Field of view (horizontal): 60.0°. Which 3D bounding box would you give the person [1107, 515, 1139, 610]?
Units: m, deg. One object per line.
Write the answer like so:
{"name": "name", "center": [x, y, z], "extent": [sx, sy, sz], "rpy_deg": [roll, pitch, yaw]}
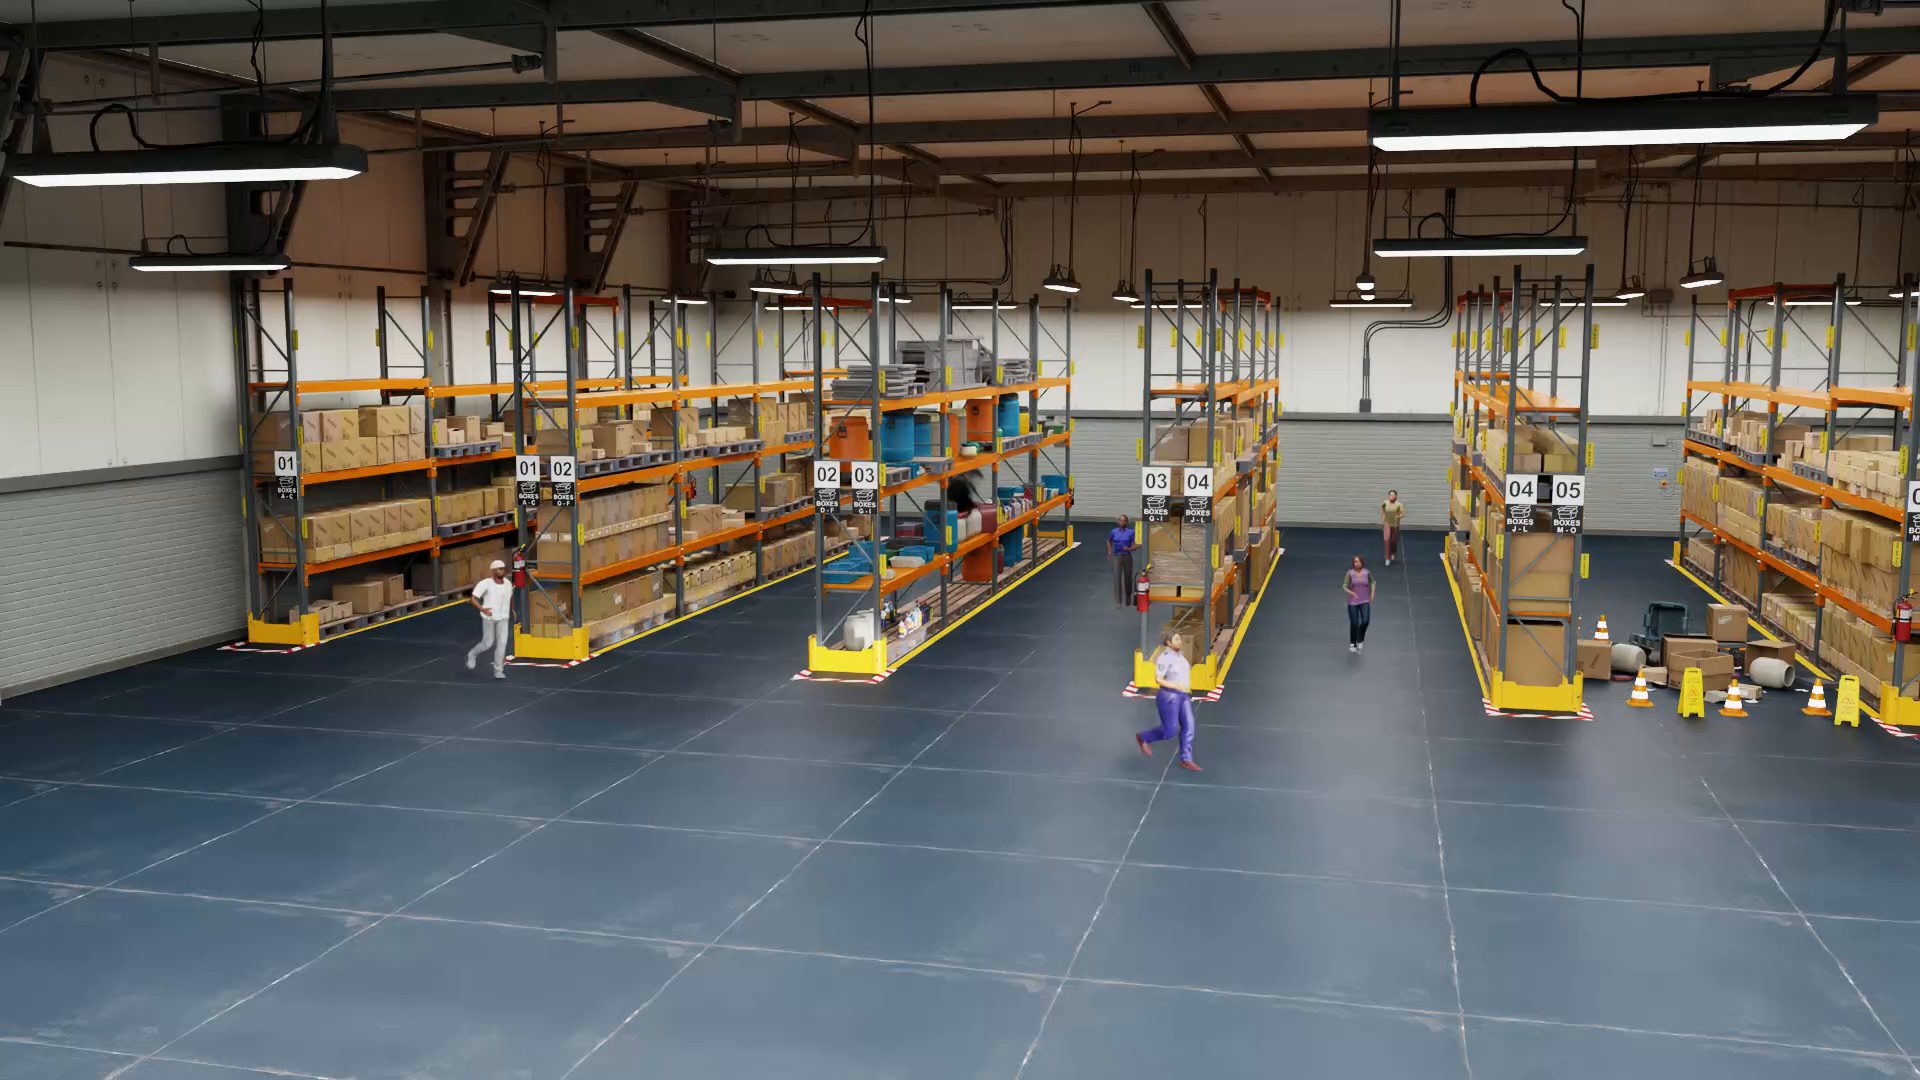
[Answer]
{"name": "person", "center": [2.867, 0.387, 29.403], "extent": [0.587, 1.650, 0.808], "rpy_deg": [1, 7, 11]}

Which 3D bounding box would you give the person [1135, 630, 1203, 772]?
{"name": "person", "center": [2.478, 1.868, 19.510], "extent": [0.849, 1.639, 0.607], "rpy_deg": [5, 9, 38]}

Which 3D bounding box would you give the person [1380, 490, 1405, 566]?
{"name": "person", "center": [9.708, -0.303, 37.365], "extent": [0.534, 1.675, 0.972], "rpy_deg": [2, 7, 15]}

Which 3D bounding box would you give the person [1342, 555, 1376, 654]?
{"name": "person", "center": [6.392, 1.029, 26.658], "extent": [0.545, 1.578, 0.629], "rpy_deg": [1, 7, 8]}

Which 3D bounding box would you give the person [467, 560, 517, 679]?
{"name": "person", "center": [-6.937, 1.168, 24.909], "extent": [0.894, 1.730, 0.767], "rpy_deg": [7, 9, 44]}
